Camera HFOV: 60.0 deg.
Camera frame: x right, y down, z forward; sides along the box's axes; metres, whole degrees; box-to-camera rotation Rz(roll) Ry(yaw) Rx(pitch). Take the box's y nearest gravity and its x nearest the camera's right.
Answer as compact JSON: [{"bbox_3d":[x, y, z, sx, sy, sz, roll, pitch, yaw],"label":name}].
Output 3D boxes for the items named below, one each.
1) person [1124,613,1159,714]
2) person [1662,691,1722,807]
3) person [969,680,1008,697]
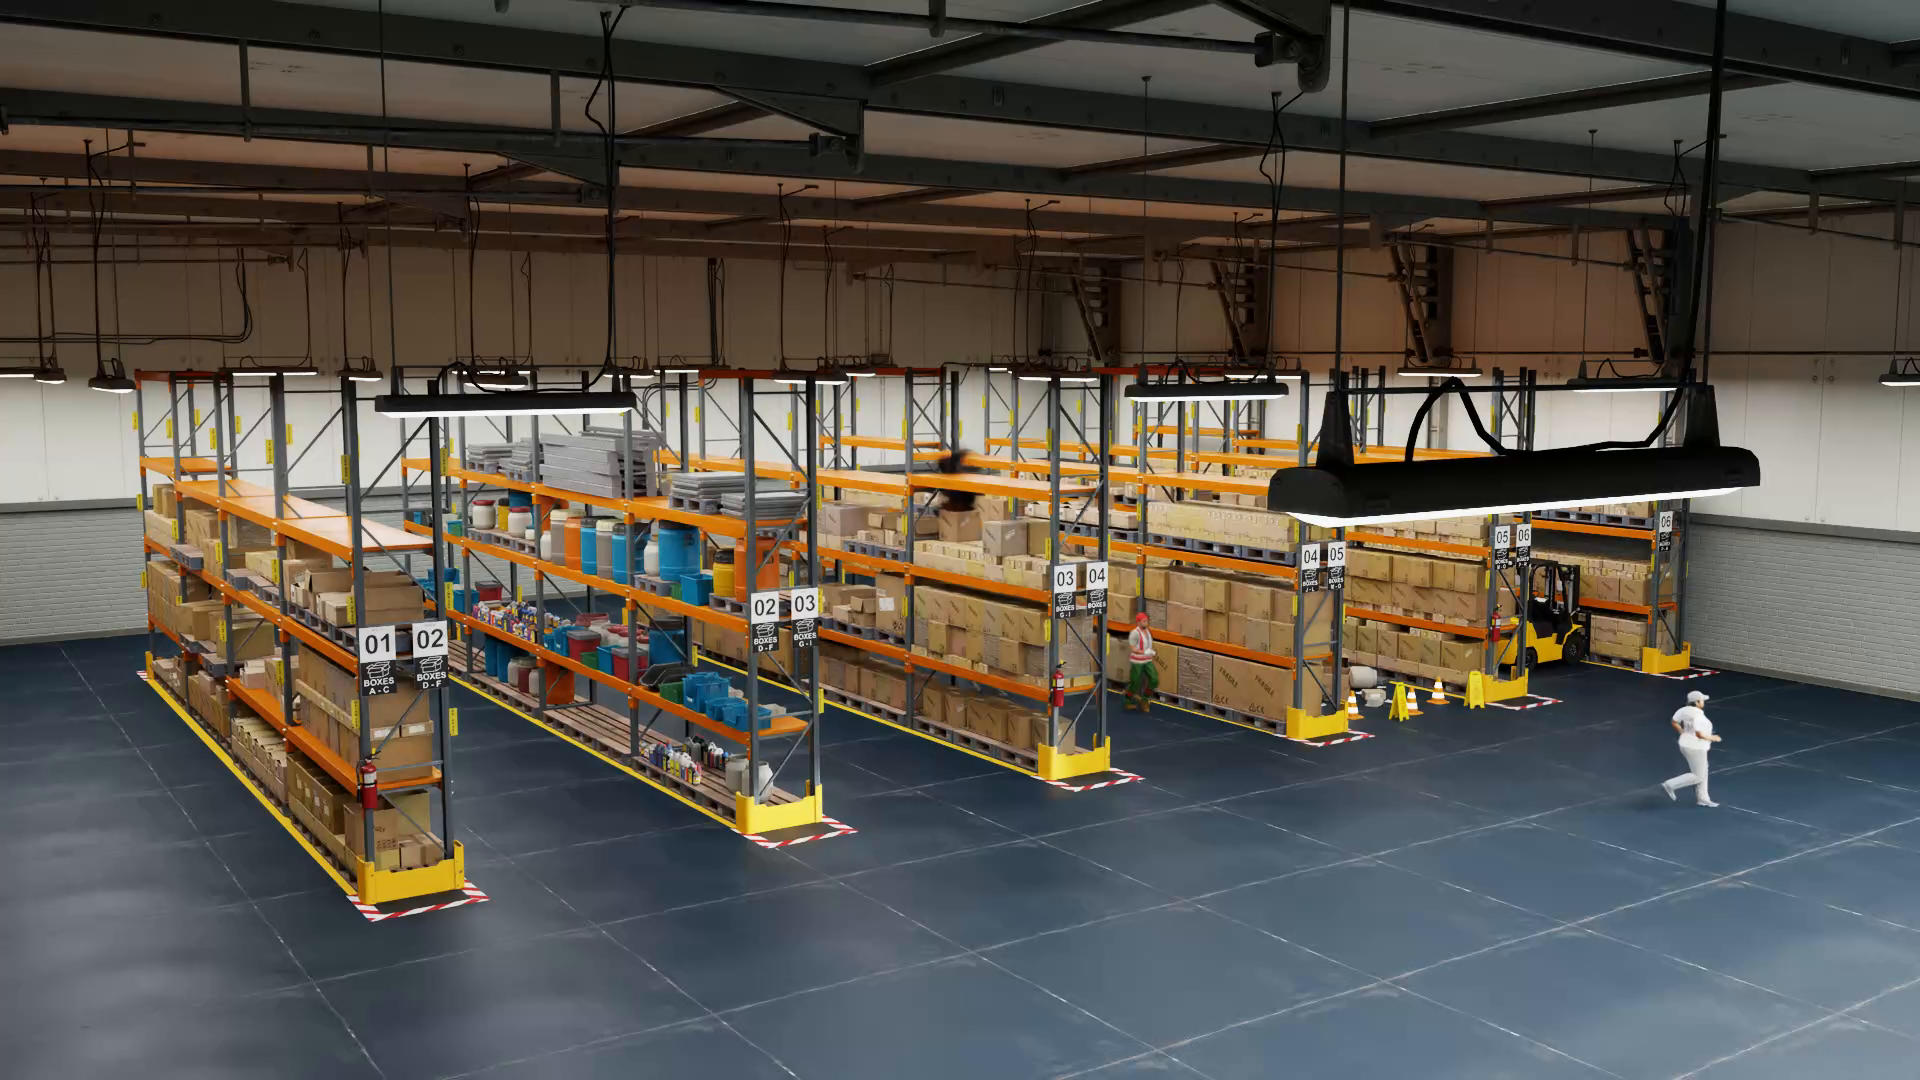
[{"bbox_3d":[3.204,2.159,29.153,0.643,1.796,0.805,-5,8,-37],"label":"person"},{"bbox_3d":[10.173,2.914,23.112,0.849,1.658,0.607,0,6,0],"label":"person"},{"bbox_3d":[0.527,2.007,30.676,0.876,1.693,0.581,6,9,44],"label":"person"}]
